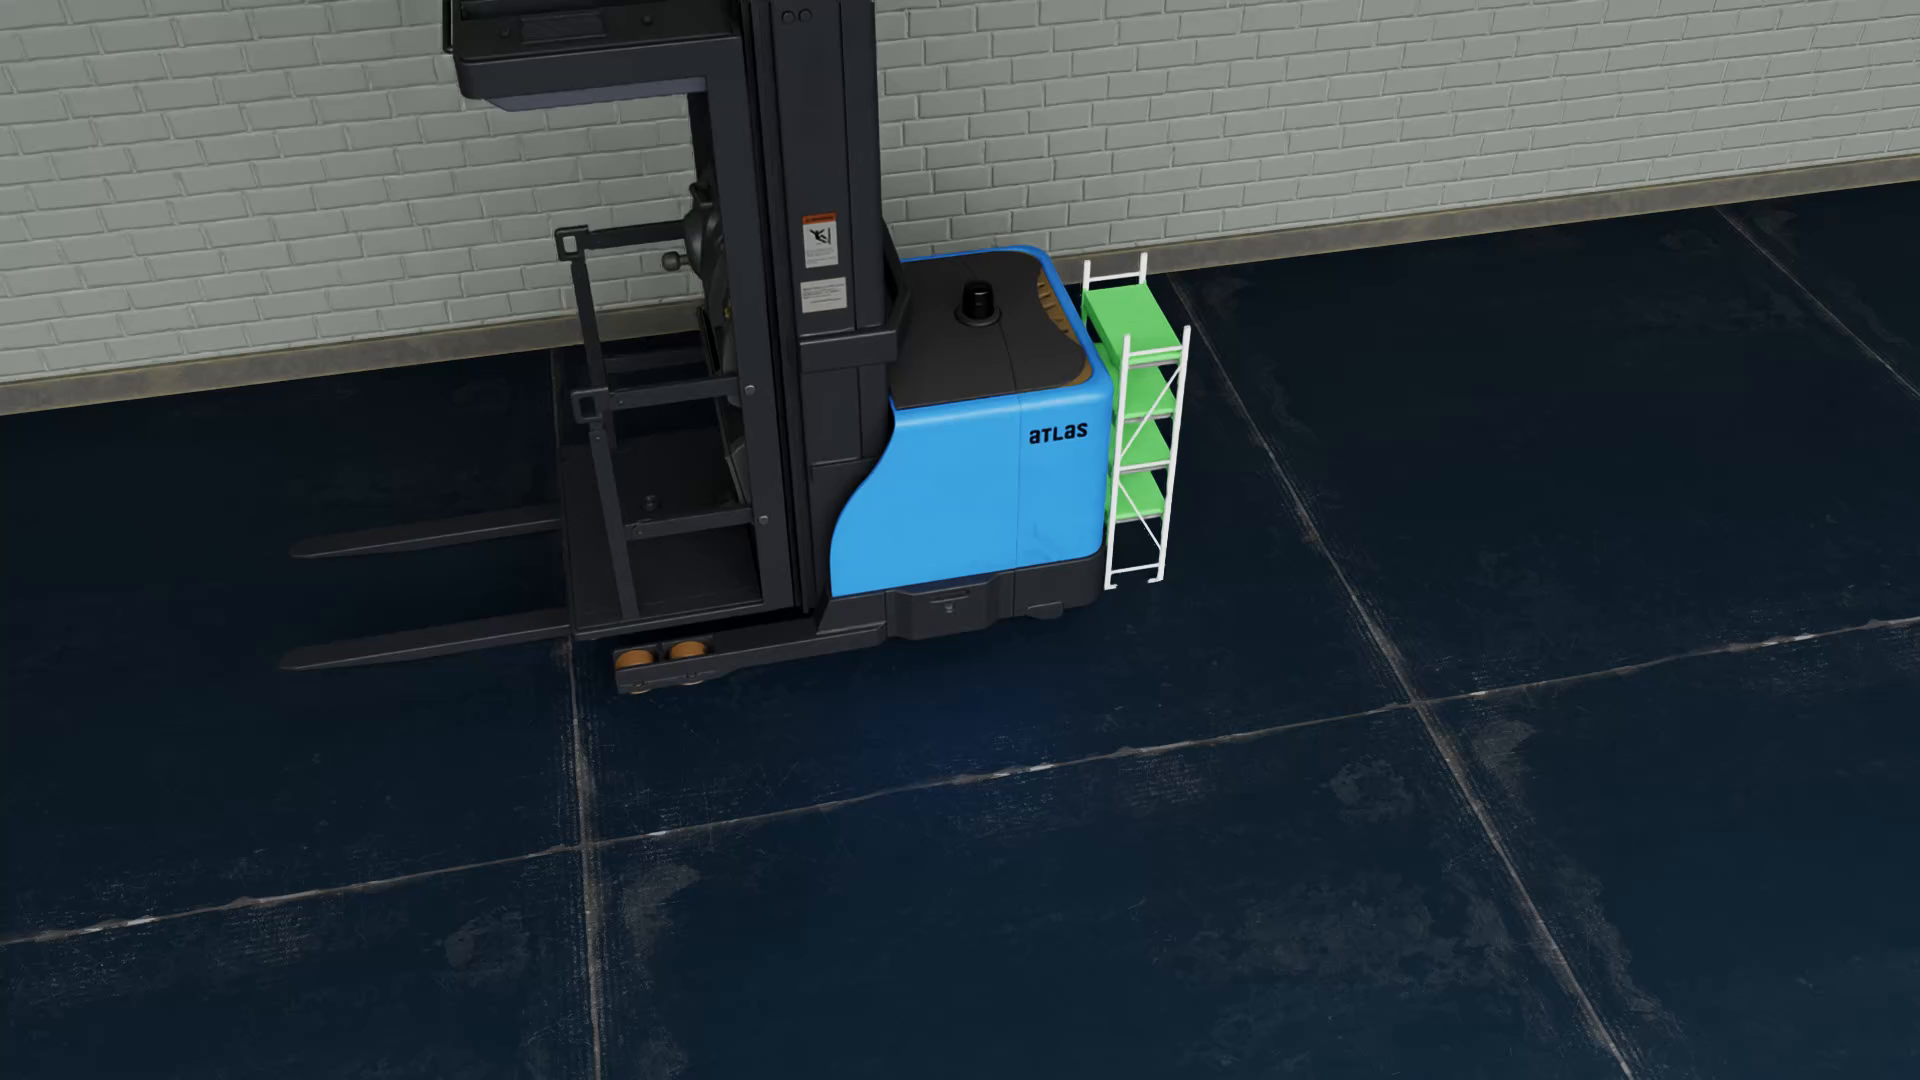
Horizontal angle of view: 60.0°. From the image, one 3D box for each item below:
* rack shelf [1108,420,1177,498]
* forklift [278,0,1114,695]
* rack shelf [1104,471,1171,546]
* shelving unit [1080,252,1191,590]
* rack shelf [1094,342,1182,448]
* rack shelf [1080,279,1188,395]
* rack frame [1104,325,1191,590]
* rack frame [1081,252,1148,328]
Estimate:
[{"bbox_3d":[0.628,-0.386,6.377,0.258,0.148,0.480,-9,42,-10],"label":"rack shelf"},{"bbox_3d":[-1.022,-0.918,5.576,3.031,2.935,1.130,-9,42,-10],"label":"forklift"},{"bbox_3d":[0.628,-0.206,6.536,0.258,0.148,0.480,-9,42,-10],"label":"rack shelf"},{"bbox_3d":[0.628,-0.433,6.334,0.258,1.200,0.503,-9,42,-10],"label":"shelving unit"},{"bbox_3d":[0.628,-0.565,6.217,0.258,0.148,0.480,-9,42,-10],"label":"rack shelf"},{"bbox_3d":[0.628,-0.745,6.058,0.258,0.148,0.480,-9,42,-10],"label":"rack shelf"},{"bbox_3d":[0.683,-0.276,6.157,0.240,1.200,0.015,-9,42,-10],"label":"rack frame"},{"bbox_3d":[0.573,-0.591,6.512,0.240,1.200,0.015,-9,42,-10],"label":"rack frame"}]
